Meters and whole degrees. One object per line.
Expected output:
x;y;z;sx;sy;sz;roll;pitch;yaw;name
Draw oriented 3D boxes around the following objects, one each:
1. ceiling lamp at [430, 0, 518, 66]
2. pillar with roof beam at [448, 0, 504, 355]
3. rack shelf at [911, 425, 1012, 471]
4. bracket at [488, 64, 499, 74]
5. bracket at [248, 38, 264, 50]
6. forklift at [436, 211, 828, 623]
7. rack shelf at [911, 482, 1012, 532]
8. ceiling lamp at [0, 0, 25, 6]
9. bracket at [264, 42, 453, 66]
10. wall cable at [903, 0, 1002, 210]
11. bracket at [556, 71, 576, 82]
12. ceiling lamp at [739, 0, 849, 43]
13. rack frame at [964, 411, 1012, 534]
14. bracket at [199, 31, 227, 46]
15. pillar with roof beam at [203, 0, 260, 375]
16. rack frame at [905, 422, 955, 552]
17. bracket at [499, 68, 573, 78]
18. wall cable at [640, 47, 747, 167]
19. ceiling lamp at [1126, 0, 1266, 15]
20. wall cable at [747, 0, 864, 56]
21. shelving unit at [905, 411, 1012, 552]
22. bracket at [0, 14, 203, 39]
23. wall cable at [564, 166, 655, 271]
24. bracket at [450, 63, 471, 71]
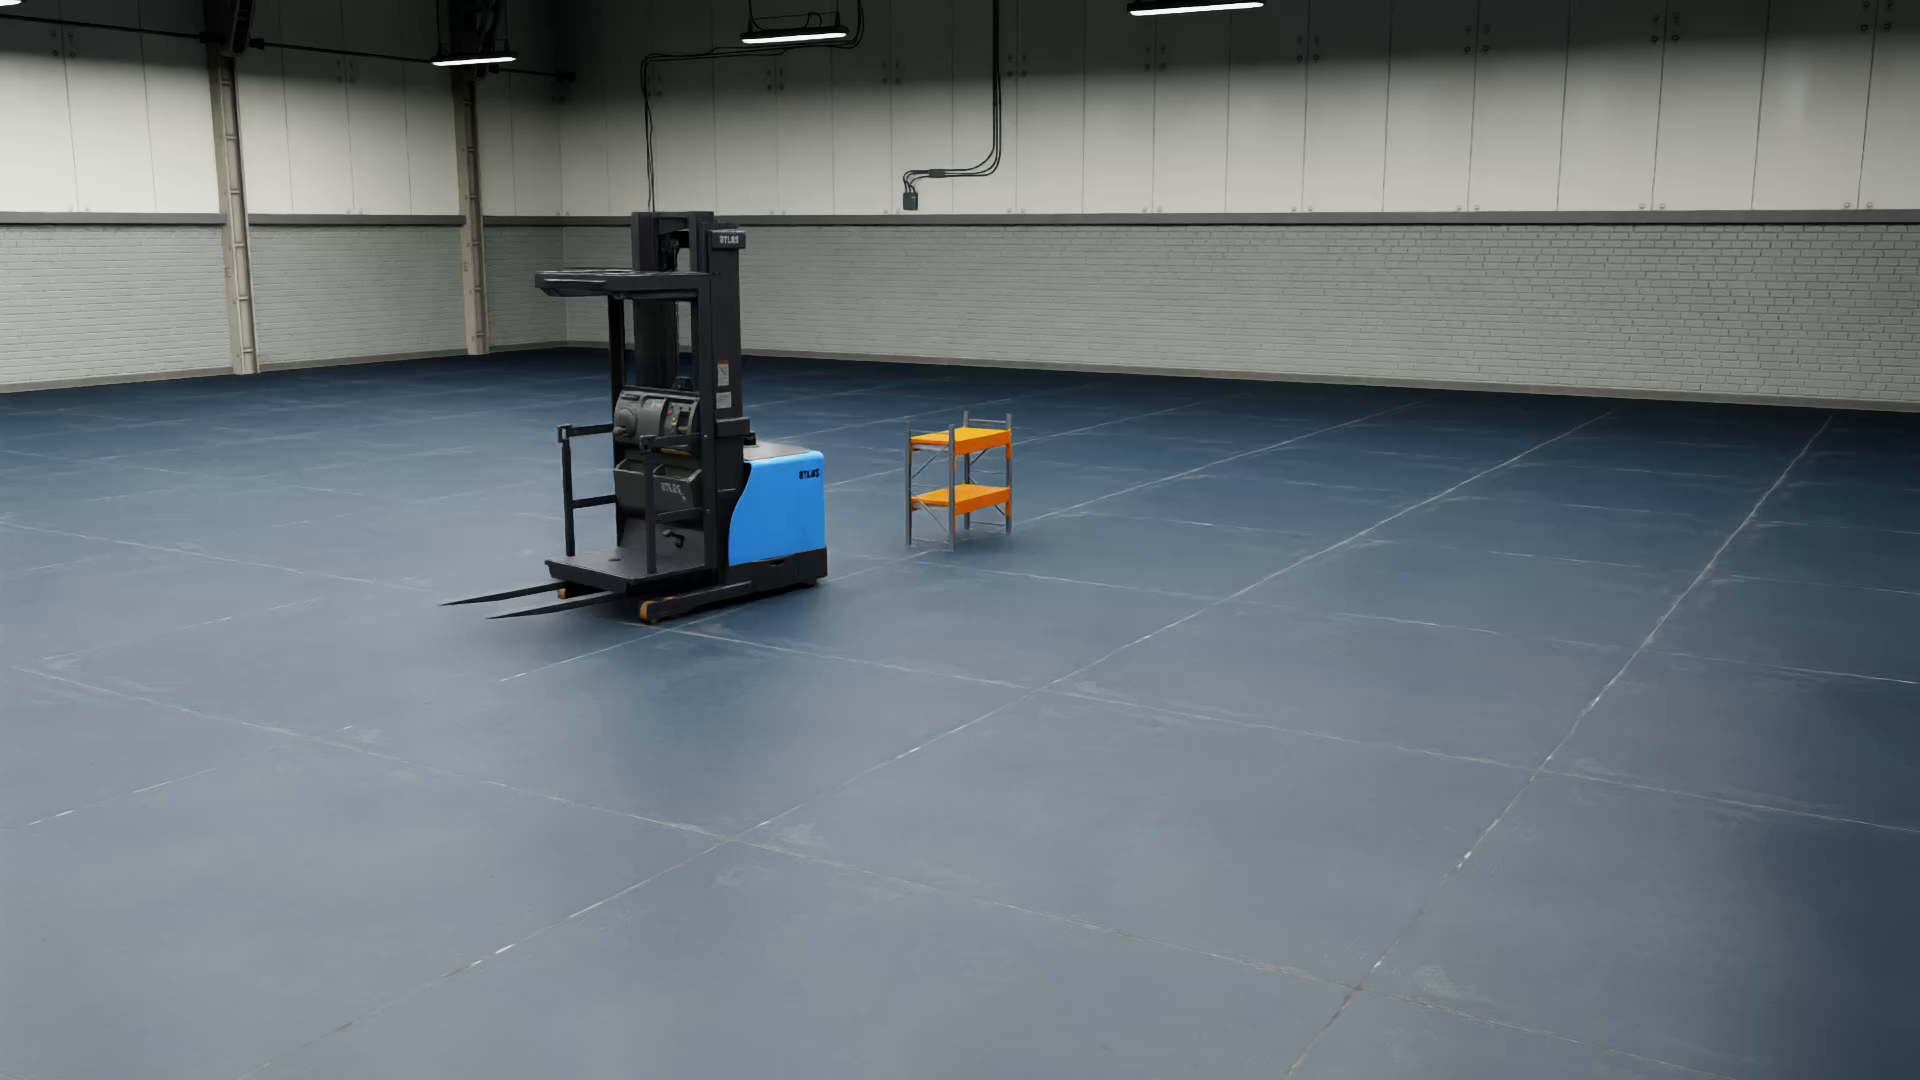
-8.899;-10.457;30.788;2.000;3.185;0.800;6;12;31;ceiling lamp
-7.273;-8.238;34.799;9.100;9.000;0.548;6;12;31;pillar with roof beam
-0.004;-0.840;15.087;0.538;0.278;1.000;6;12;31;rack shelf
-10.433;-10.450;36.832;0.235;0.232;0.430;6;12;31;bracket
-13.548;-9.506;31.791;0.235;0.232;0.430;6;12;31;bracket
-2.418;-0.942;12.318;1.130;2.935;3.031;9;14;41;forklift
-0.004;-0.312;15.186;0.538;0.278;1.000;6;12;31;rack shelf
-13.629;-9.024;23.135;2.000;3.185;0.800;6;12;31;ceiling lamp
-12.202;-9.914;33.970;0.076;0.066;4.783;6;12;31;bracket
-0.187;-9.748;33.625;2.305;6.003;0.169;6;12;31;wall cable
-9.203;-10.823;38.823;0.235;0.232;0.430;6;12;31;bracket
-2.583;-9.751;27.017;2.000;3.185;0.800;6;12;31;ceiling lamp
0.260;-0.632;15.568;0.500;1.125;0.032;6;12;31;rack frame
-13.979;-9.376;31.094;0.235;0.232;0.430;6;12;31;bracket
-10.388;-7.294;29.758;9.100;9.000;0.548;6;12;31;pillar with roof beam
-0.267;-0.472;14.714;0.500;1.125;0.032;6;12;31;rack frame
-9.509;-10.730;38.326;0.076;0.066;3.189;6;12;31;bracket
-5.980;-9.684;37.236;3.097;2.526;0.112;6;12;31;wall cable
3.451;-9.076;23.414;2.000;3.185;0.800;6;12;31;ceiling lamp
-3.335;-11.624;35.238;3.097;2.526;0.112;6;12;31;wall cable
-0.004;-0.552;15.141;0.538;1.125;1.048;6;12;31;shelving unit
-15.317;-8.970;28.930;0.076;0.066;4.783;6;12;31;bracket
-8.292;-7.460;39.081;3.097;2.526;0.112;6;12;31;wall cable
-10.864;-10.319;36.134;0.235;0.232;0.430;6;12;31;bracket
